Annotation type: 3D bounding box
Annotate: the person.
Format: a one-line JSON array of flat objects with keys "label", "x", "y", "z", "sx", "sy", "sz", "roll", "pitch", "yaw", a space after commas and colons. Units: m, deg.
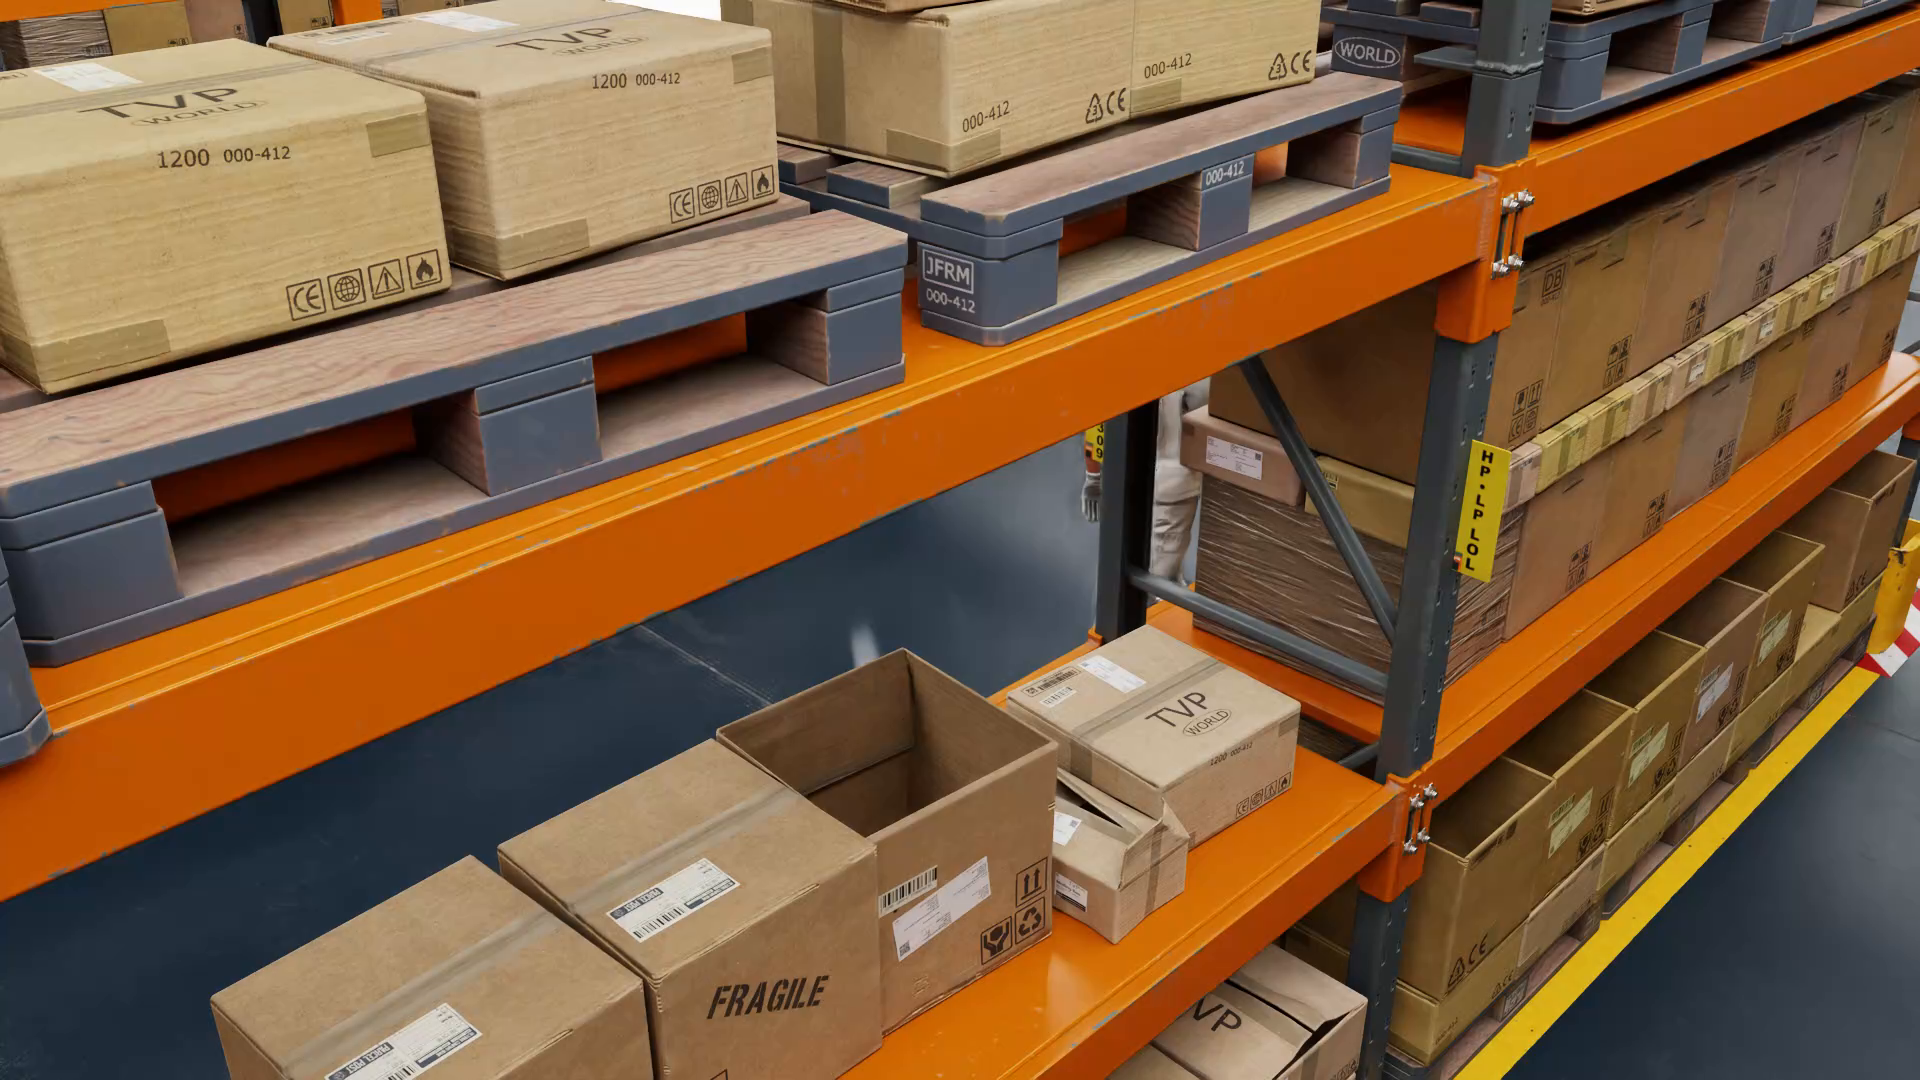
[{"label": "person", "x": 0.836, "y": -0.257, "z": 6.541, "sx": 0.540, "sy": 1.725, "sz": 1.031, "roll": 24, "pitch": 36, "yaw": 38}]
